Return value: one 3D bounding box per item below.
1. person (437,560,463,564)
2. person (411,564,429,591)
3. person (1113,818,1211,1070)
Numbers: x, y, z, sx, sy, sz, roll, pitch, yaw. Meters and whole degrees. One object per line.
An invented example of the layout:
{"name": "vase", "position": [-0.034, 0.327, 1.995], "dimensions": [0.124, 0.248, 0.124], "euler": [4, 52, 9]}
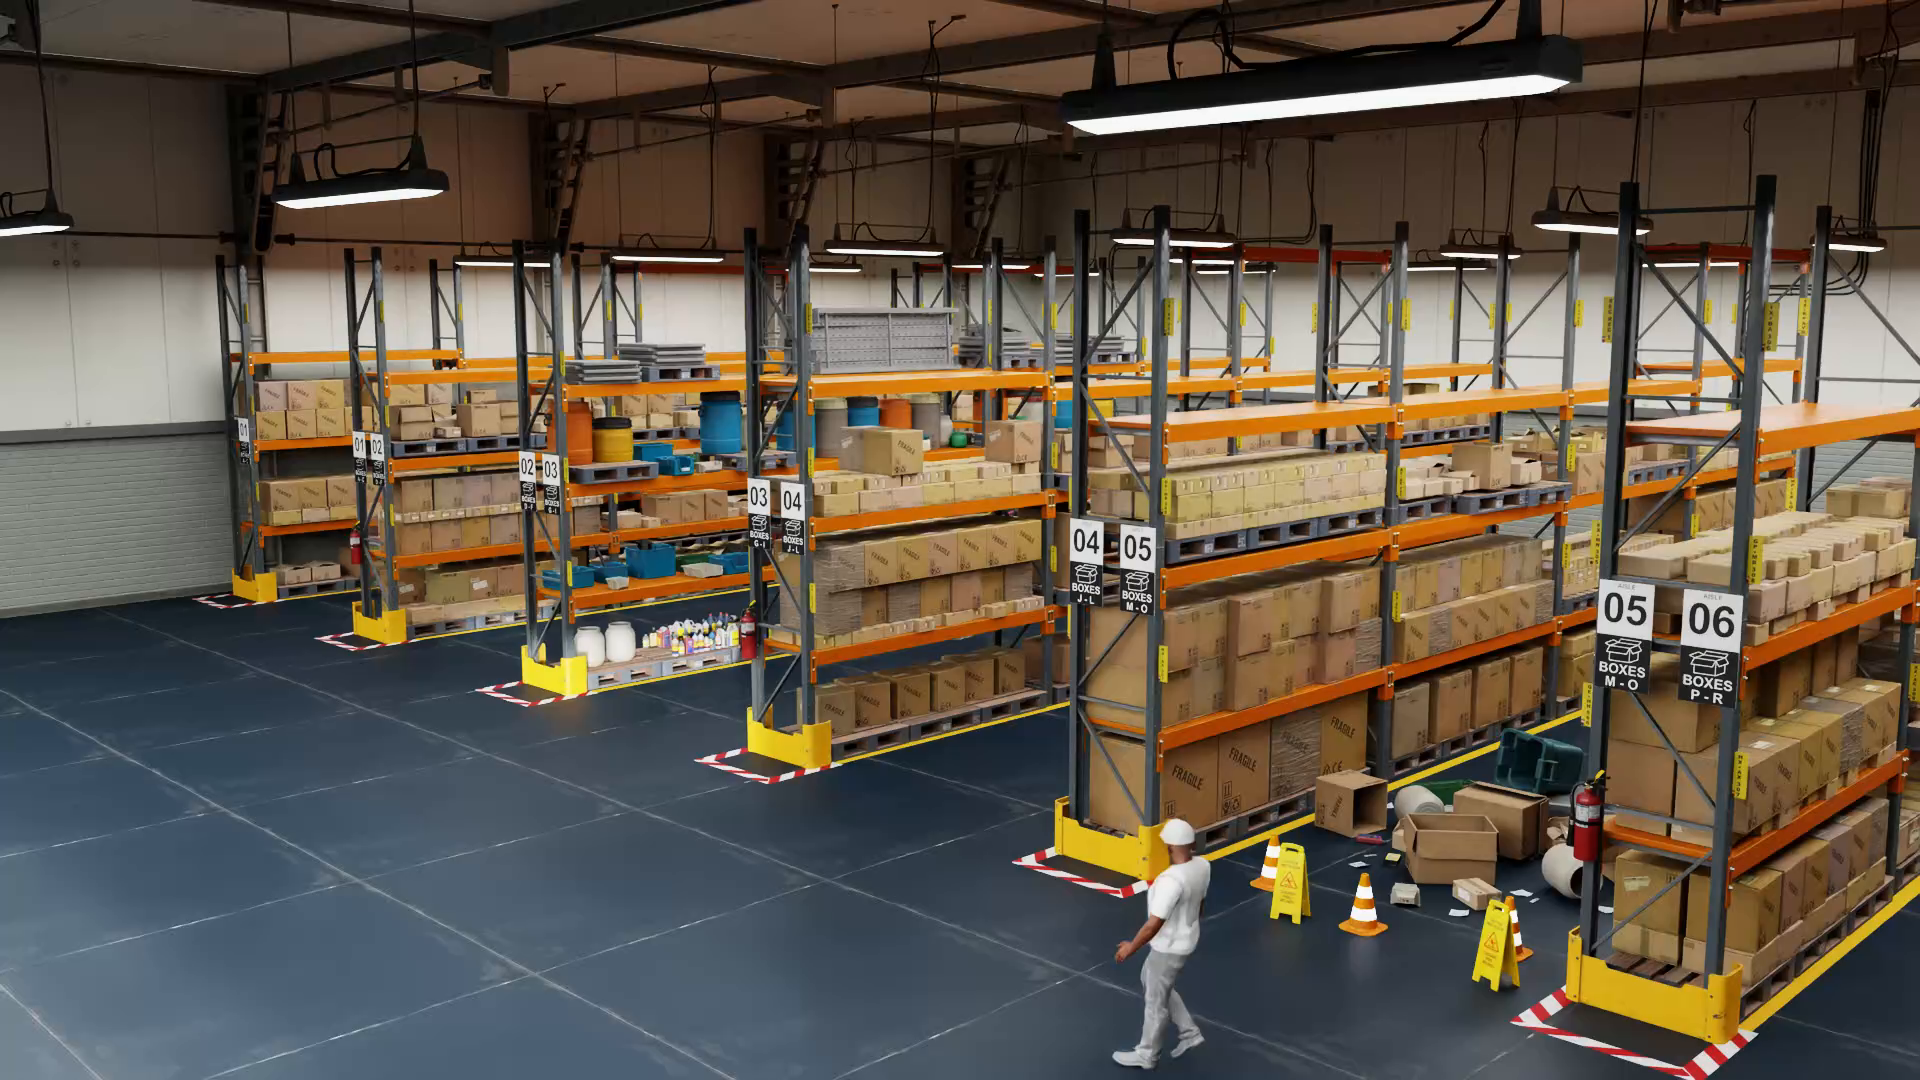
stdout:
{"name": "person", "position": [-8.684, 0.254, 28.415], "dimensions": [0.559, 1.796, 0.367], "euler": [-5, 10, -33]}
{"name": "person", "position": [-9.766, 0.045, 29.824], "dimensions": [0.555, 1.782, 0.572], "euler": [-1, 8, -10]}
{"name": "person", "position": [1.351, 2.719, 11.235], "dimensions": [0.618, 1.756, 0.629], "euler": [3, 9, 20]}
